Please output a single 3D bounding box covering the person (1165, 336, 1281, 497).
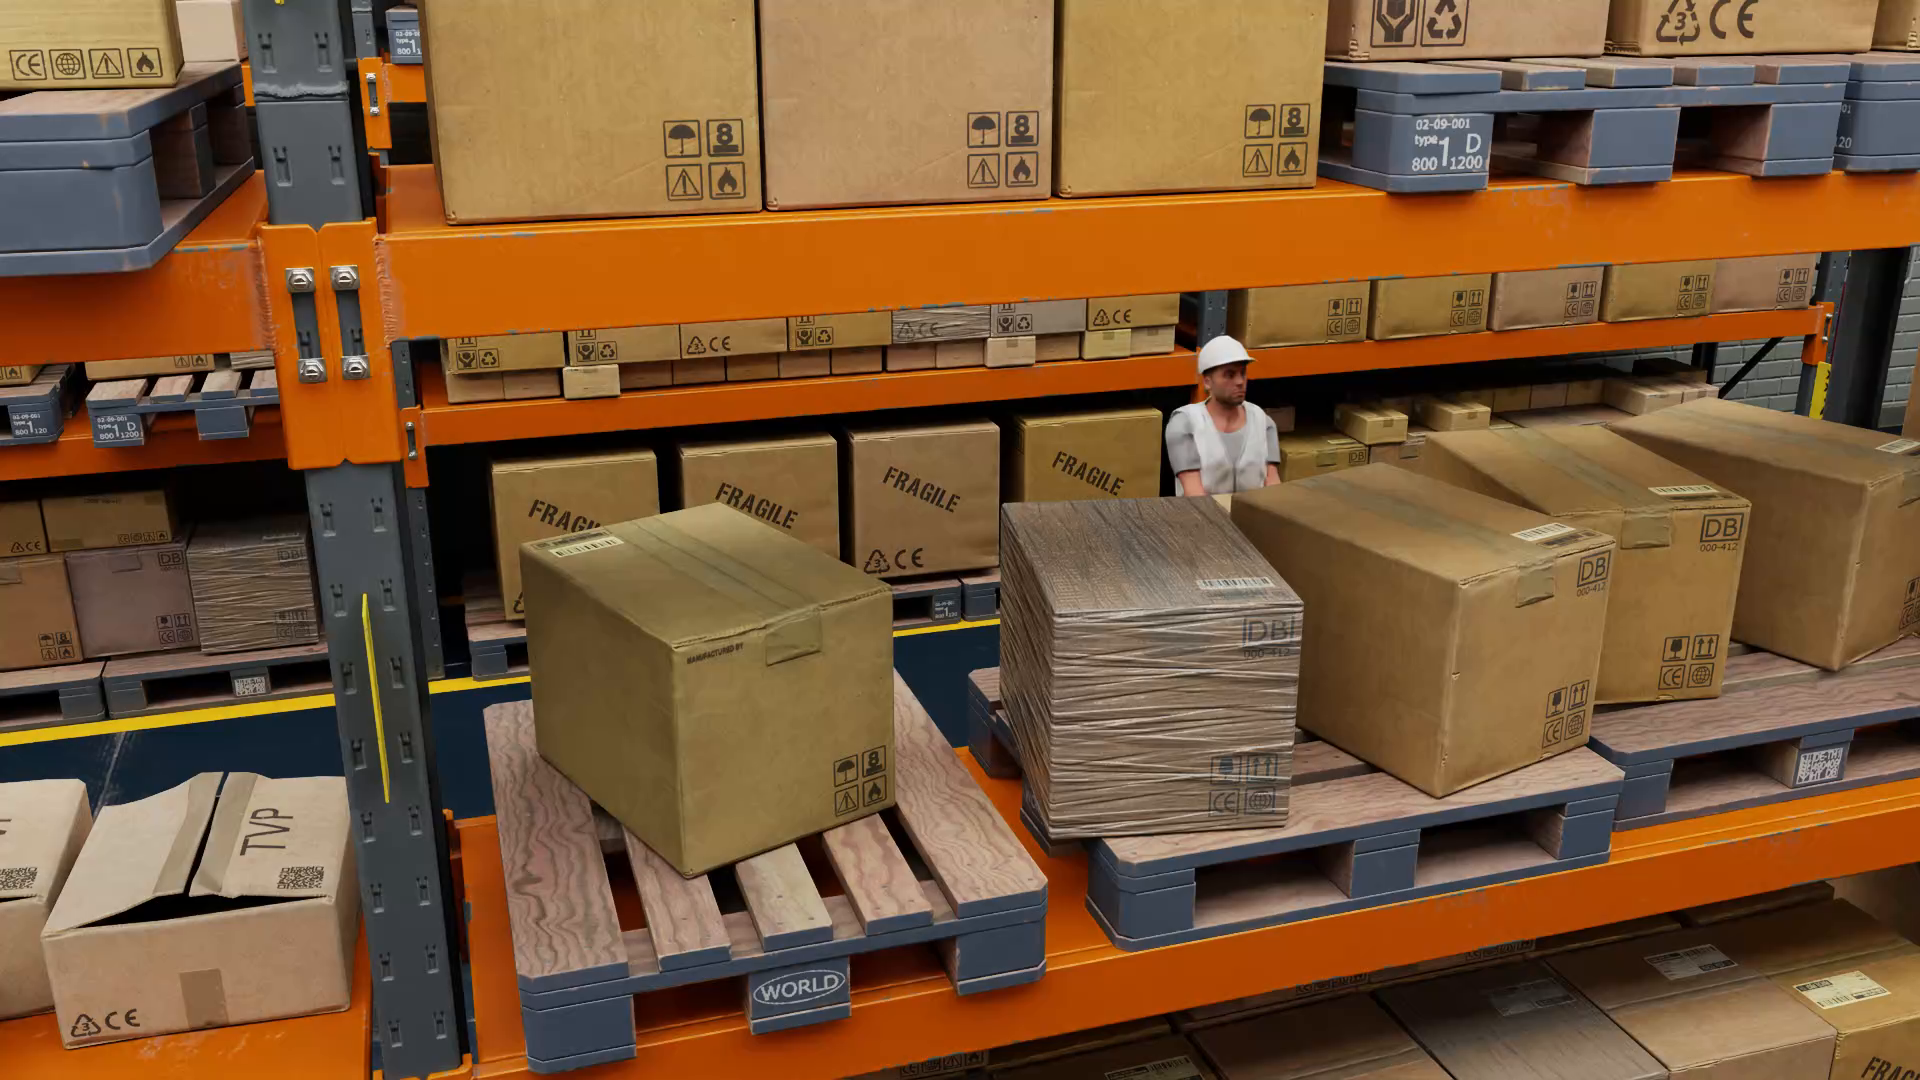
[{"bbox_3d":[1.109,0.077,6.816,0.493,1.782,0.572,-6,20,-17],"label":"person"}]
